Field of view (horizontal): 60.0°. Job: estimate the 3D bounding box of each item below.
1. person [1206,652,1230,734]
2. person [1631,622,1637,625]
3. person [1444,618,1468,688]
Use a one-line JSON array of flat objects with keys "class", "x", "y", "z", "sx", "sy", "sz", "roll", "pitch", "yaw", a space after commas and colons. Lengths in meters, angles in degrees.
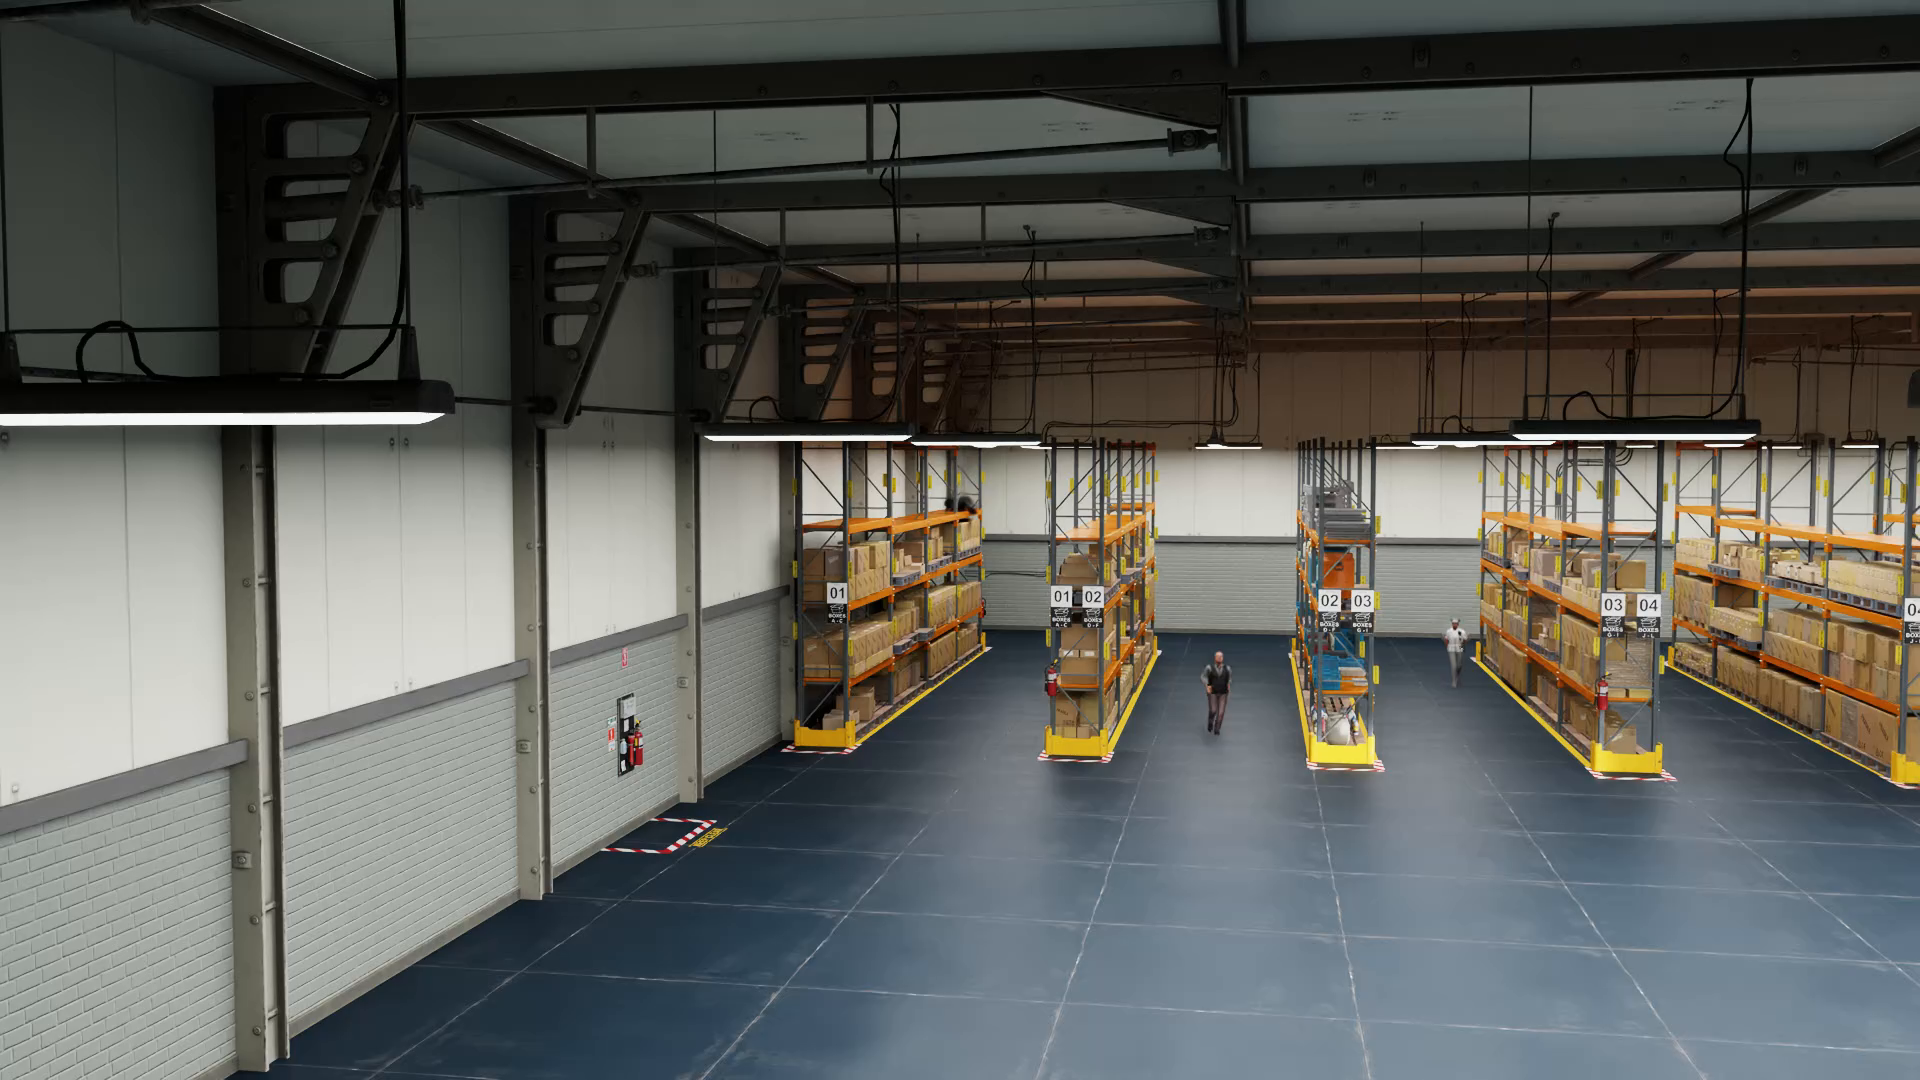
[{"class": "person", "x": 5.198, "y": 3.105, "z": 33.511, "sx": 0.506, "sy": 1.681, "sz": 0.569, "roll": 0, "pitch": 3, "yaw": -1}, {"class": "person", "x": 17.344, "y": 2.606, "z": 42.248, "sx": 0.709, "sy": 1.768, "sz": 0.868, "roll": 1, "pitch": 3, "yaw": 24}, {"class": "person", "x": 12.151, "y": 2.738, "z": 40.734, "sx": 0.577, "sy": 1.693, "sz": 0.724, "roll": 1, "pitch": 3, "yaw": 18}]
